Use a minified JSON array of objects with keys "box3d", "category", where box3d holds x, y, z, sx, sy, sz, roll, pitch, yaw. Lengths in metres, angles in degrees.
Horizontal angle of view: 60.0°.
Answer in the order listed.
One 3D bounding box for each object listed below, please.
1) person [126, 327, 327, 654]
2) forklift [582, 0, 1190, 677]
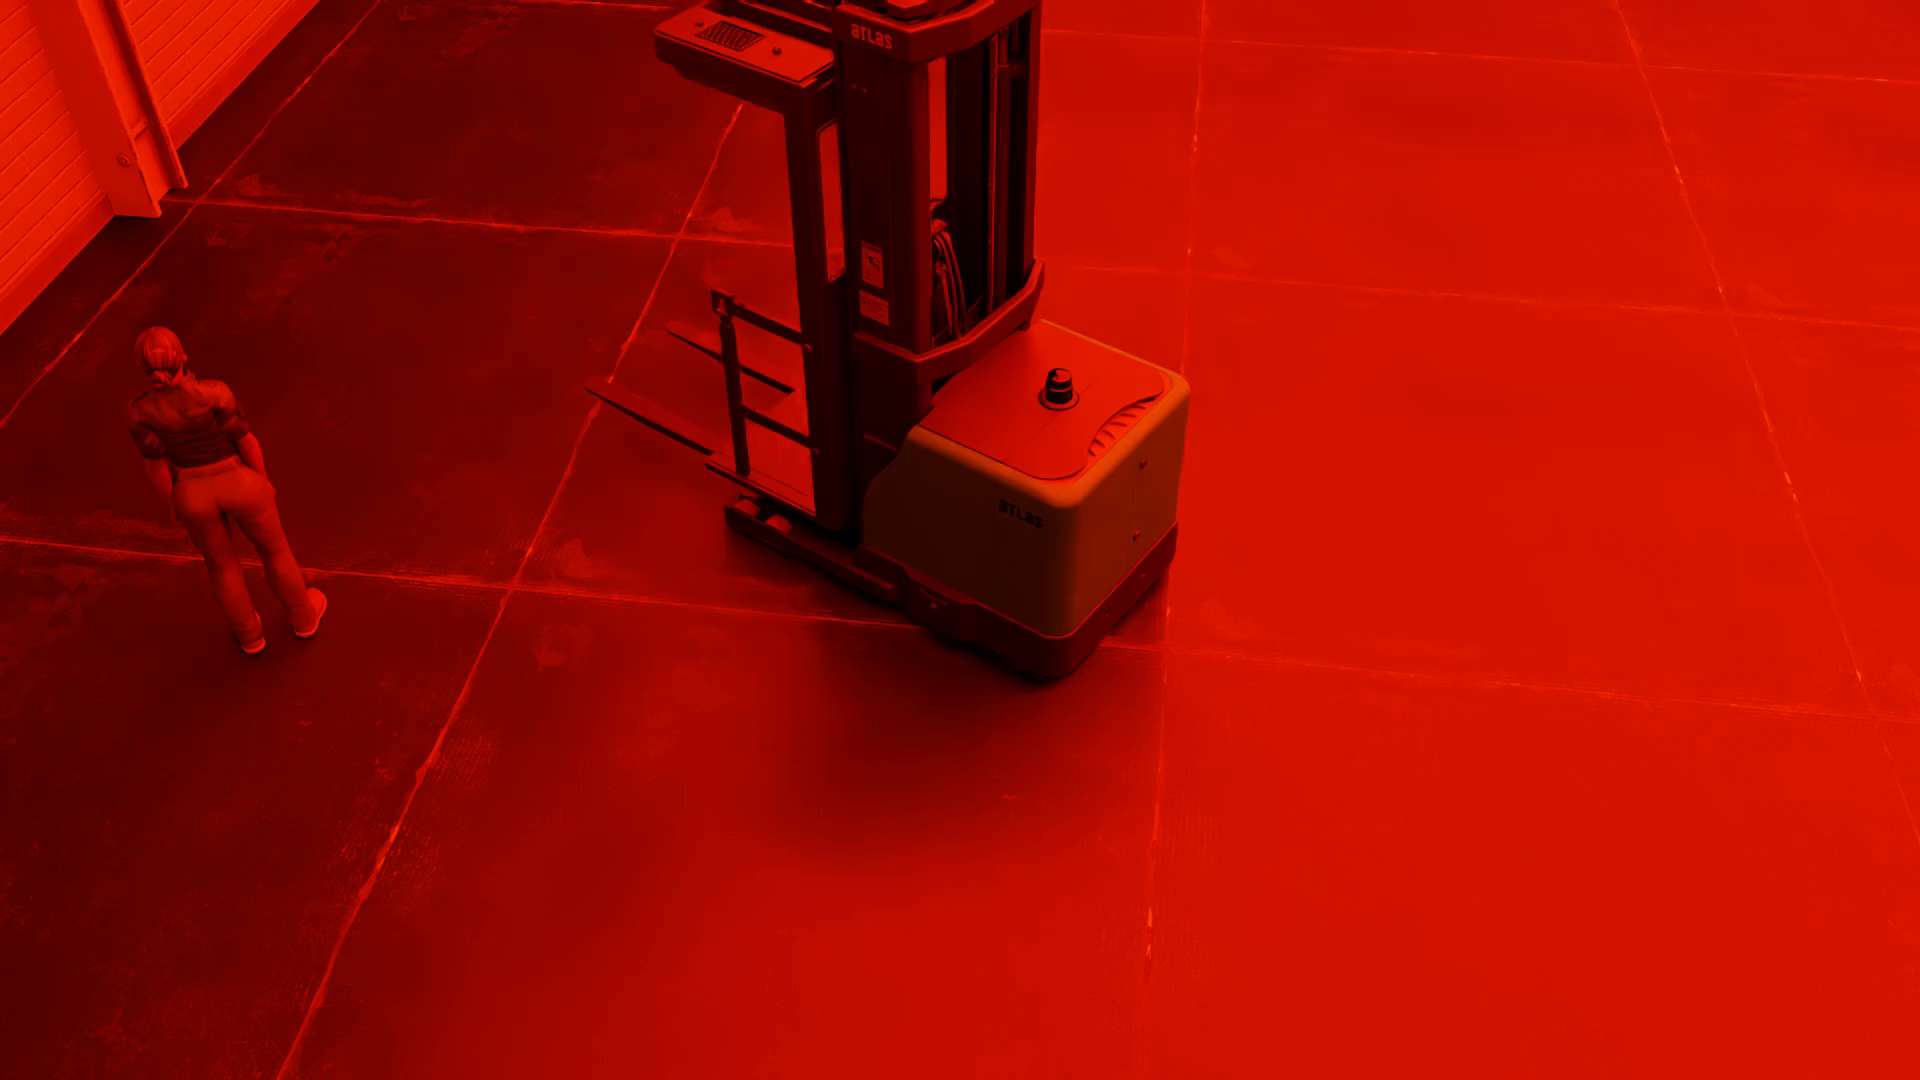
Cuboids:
[{"box3d":[-3.064,-0.210,6.898,0.451,1.660,0.339,-14,44,-15],"category":"person"},{"box3d":[-0.498,-1.294,7.133,3.031,2.935,1.130,26,49,26],"category":"forklift"}]
